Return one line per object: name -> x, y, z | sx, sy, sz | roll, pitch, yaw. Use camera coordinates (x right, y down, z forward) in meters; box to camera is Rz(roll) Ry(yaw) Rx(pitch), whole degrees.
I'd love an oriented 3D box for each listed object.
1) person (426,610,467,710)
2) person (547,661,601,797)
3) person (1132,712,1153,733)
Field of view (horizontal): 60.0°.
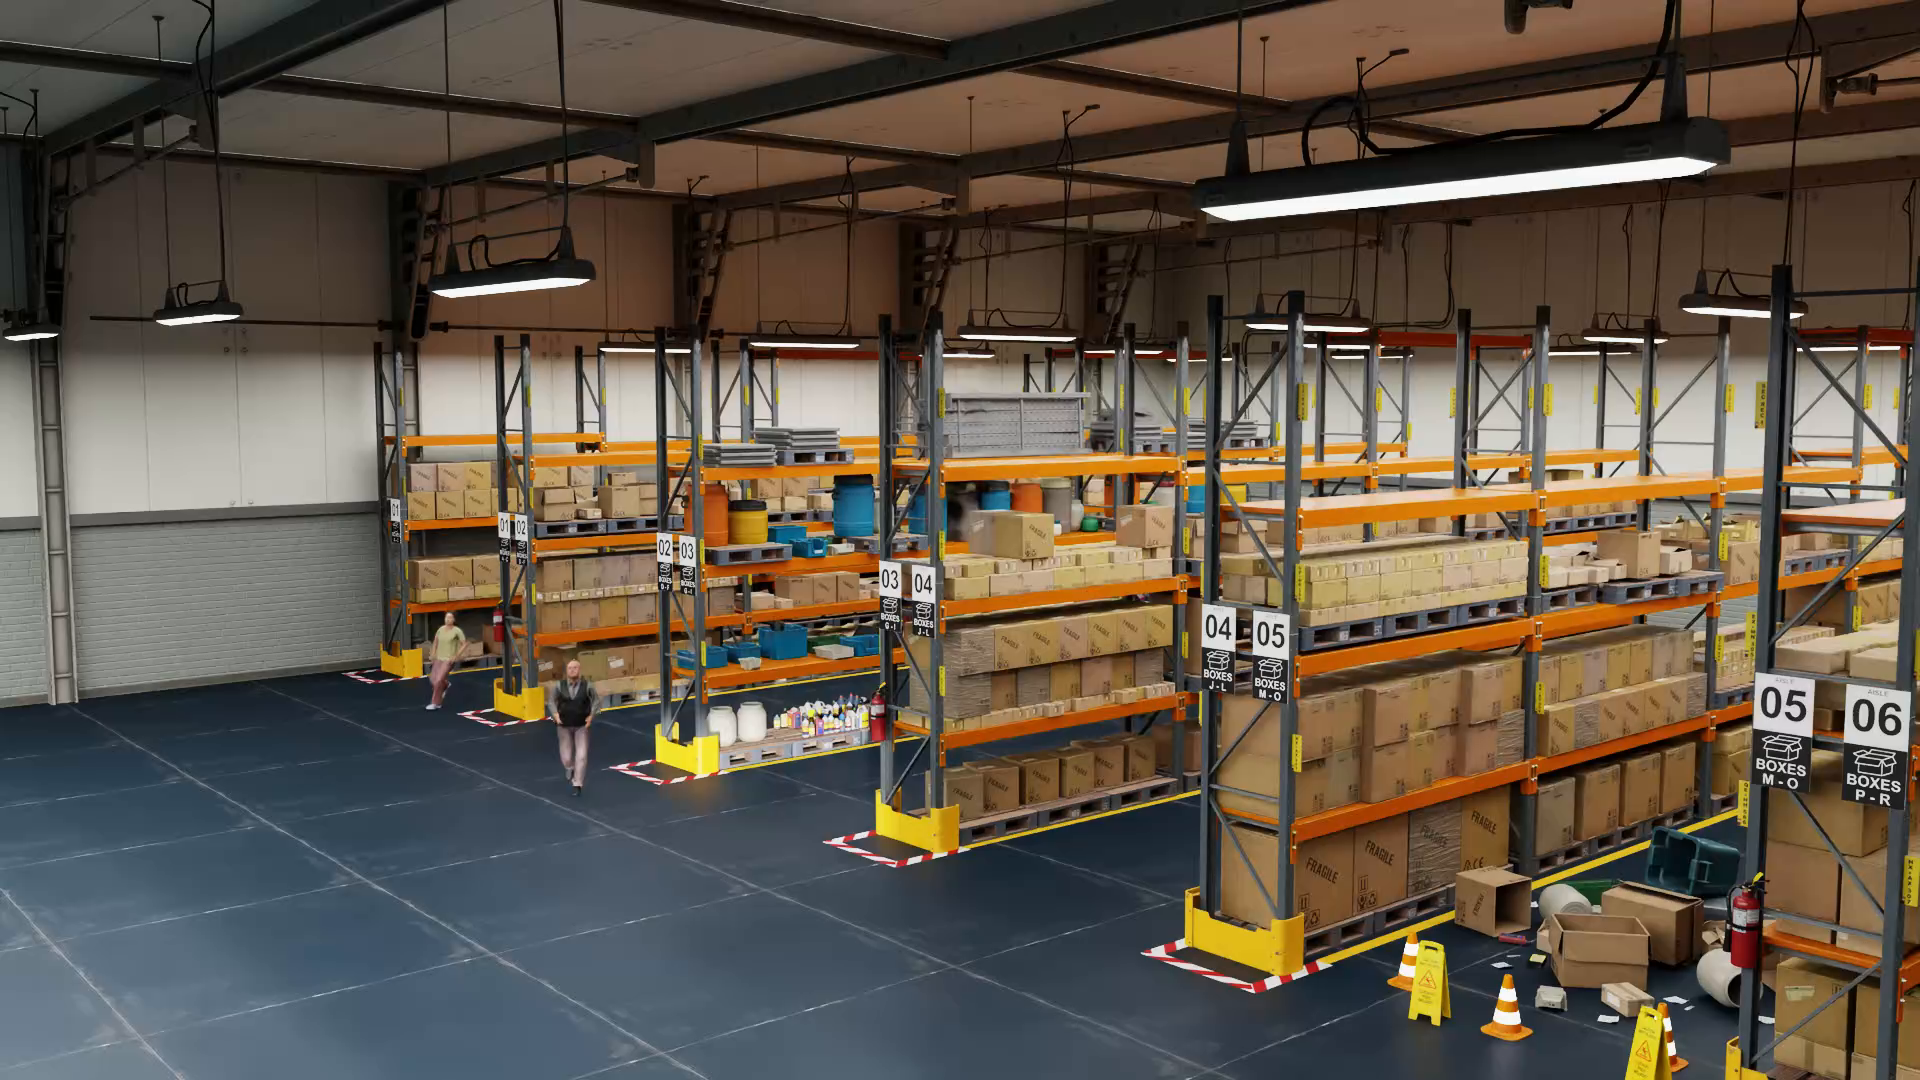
person -> -8.251, 1.925, 26.821 | 0.610, 1.595, 0.548 | 1, 5, 15
person -> -4.948, 2.390, 21.341 | 0.678, 1.713, 0.697 | -1, 5, -10
person -> 2.616, 2.126, 24.386 | 0.646, 1.684, 0.614 | -5, 7, -42
